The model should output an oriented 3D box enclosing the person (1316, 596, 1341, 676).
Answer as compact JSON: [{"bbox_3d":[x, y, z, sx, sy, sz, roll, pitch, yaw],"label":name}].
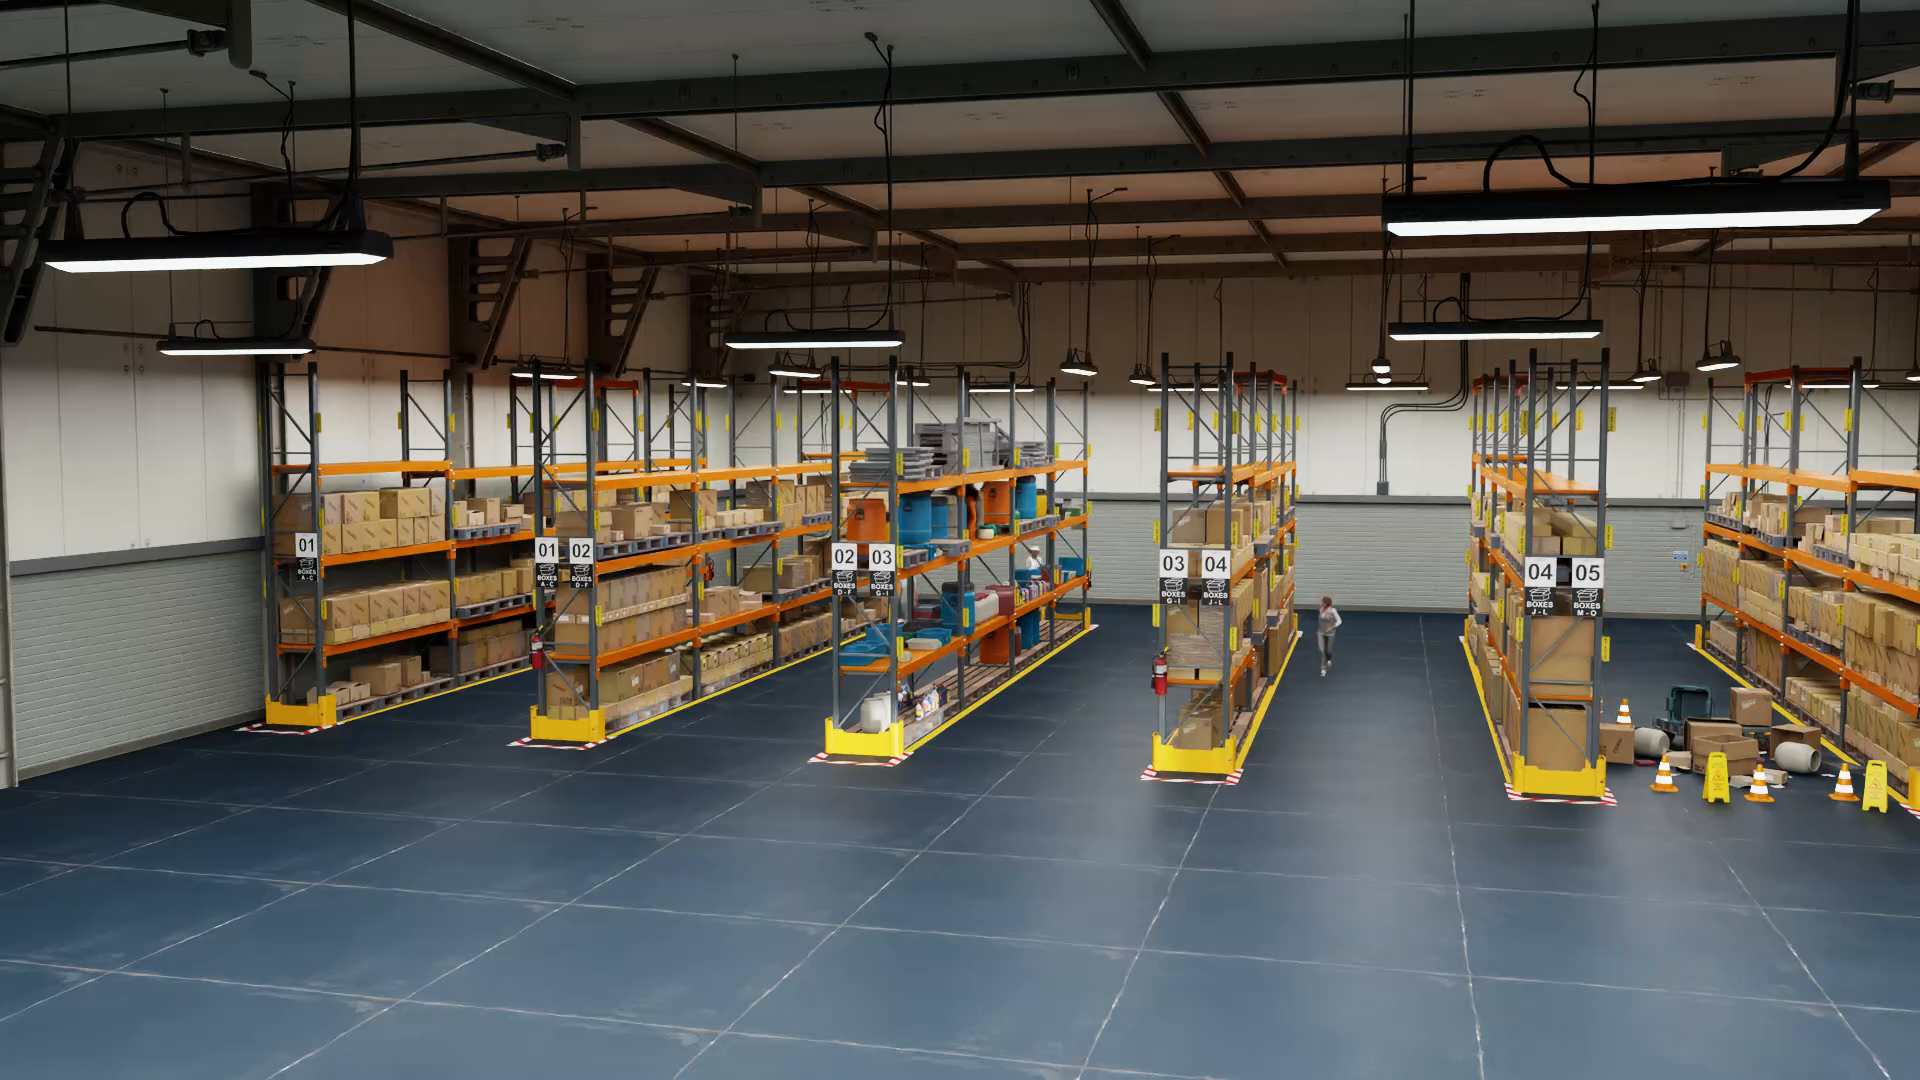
[{"bbox_3d":[7.356,1.902,33.165,0.484,1.590,0.658,1,4,15],"label":"person"}]

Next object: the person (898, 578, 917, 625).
[{"bbox_3d":[-1.262,1.451,38.874,0.442,1.624,1.004,1,4,20],"label":"person"}]

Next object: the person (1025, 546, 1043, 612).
[{"bbox_3d":[1.957,1.030,43.979,0.843,1.749,0.590,3,5,32],"label":"person"}]

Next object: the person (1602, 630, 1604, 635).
[{"bbox_3d":[14.361,1.428,38.498,1.053,1.747,0.667,1,4,14],"label":"person"}]
